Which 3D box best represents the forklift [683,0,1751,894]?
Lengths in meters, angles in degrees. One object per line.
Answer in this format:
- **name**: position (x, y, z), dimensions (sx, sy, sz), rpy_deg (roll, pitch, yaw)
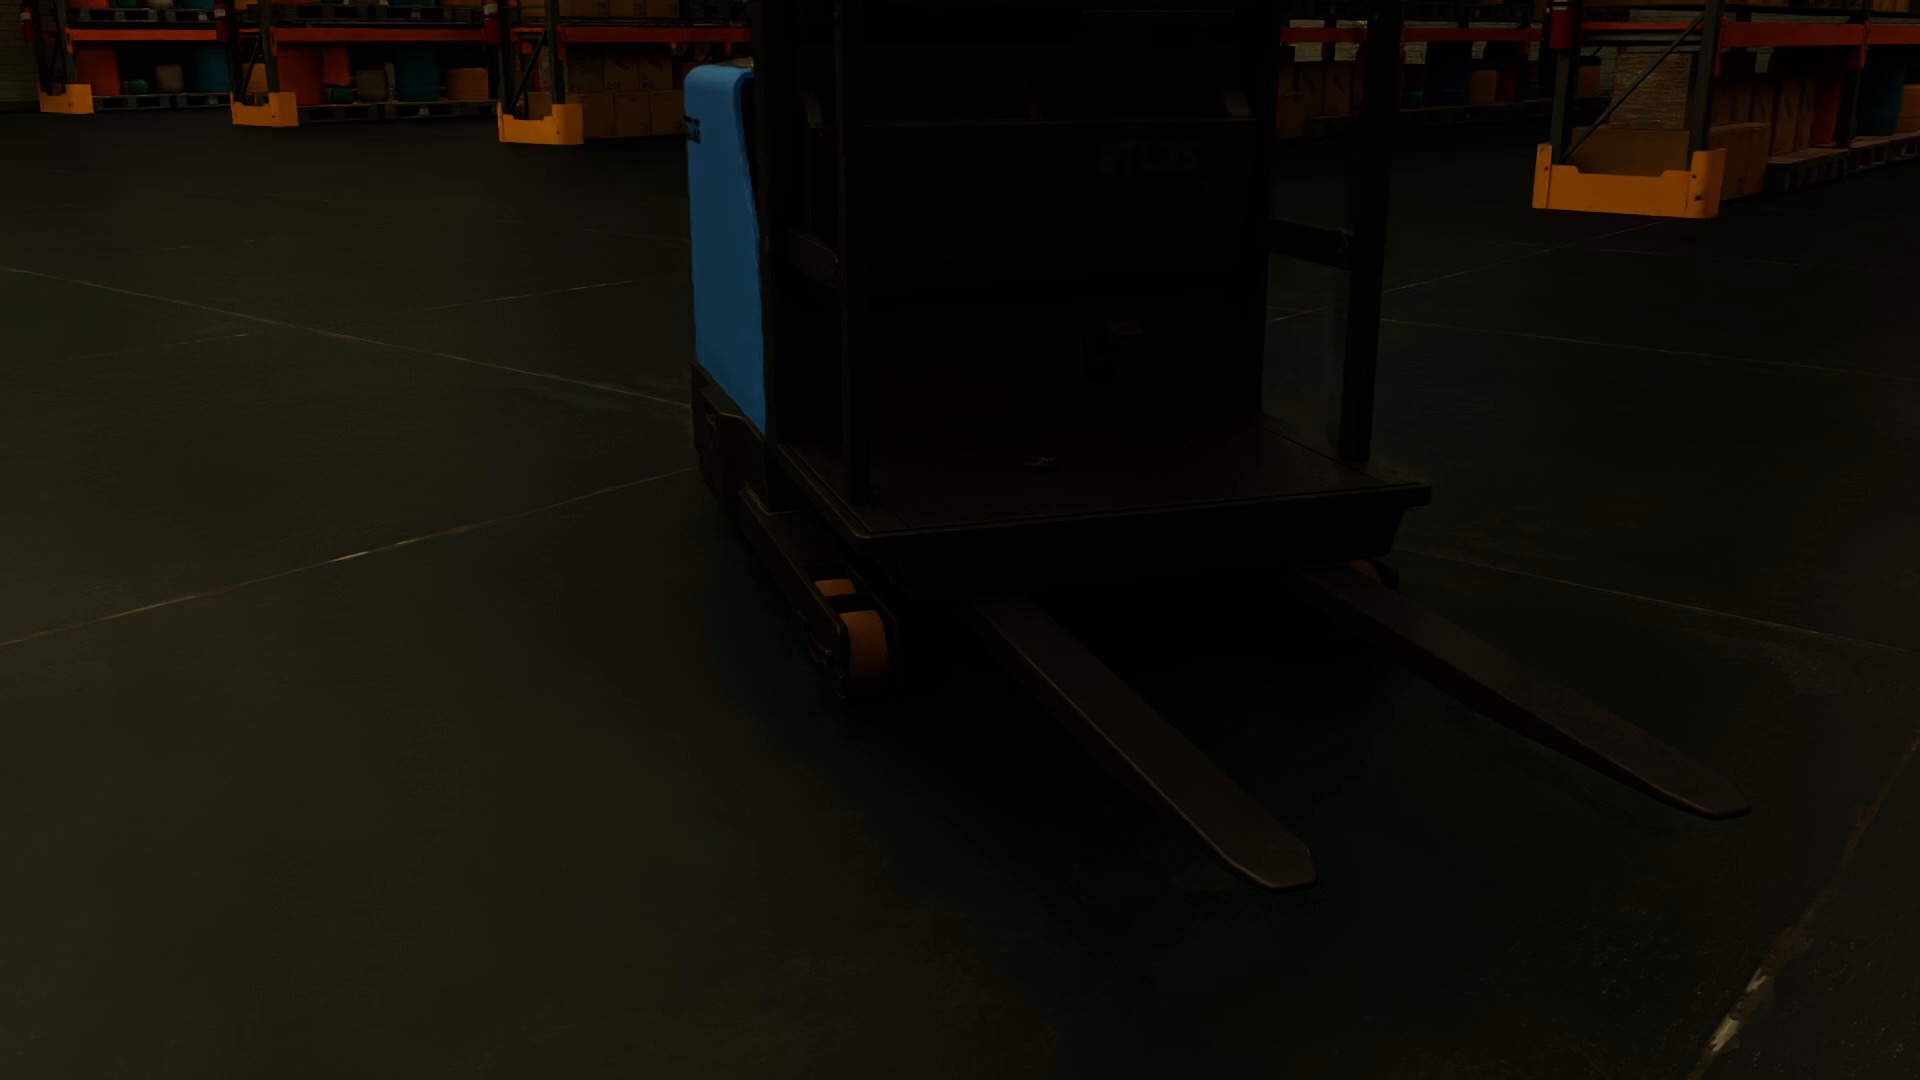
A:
- **forklift**: position (0.208, -1.243, 2.990), dimensions (1.130, 2.935, 3.031), rpy_deg (-5, 18, -17)
